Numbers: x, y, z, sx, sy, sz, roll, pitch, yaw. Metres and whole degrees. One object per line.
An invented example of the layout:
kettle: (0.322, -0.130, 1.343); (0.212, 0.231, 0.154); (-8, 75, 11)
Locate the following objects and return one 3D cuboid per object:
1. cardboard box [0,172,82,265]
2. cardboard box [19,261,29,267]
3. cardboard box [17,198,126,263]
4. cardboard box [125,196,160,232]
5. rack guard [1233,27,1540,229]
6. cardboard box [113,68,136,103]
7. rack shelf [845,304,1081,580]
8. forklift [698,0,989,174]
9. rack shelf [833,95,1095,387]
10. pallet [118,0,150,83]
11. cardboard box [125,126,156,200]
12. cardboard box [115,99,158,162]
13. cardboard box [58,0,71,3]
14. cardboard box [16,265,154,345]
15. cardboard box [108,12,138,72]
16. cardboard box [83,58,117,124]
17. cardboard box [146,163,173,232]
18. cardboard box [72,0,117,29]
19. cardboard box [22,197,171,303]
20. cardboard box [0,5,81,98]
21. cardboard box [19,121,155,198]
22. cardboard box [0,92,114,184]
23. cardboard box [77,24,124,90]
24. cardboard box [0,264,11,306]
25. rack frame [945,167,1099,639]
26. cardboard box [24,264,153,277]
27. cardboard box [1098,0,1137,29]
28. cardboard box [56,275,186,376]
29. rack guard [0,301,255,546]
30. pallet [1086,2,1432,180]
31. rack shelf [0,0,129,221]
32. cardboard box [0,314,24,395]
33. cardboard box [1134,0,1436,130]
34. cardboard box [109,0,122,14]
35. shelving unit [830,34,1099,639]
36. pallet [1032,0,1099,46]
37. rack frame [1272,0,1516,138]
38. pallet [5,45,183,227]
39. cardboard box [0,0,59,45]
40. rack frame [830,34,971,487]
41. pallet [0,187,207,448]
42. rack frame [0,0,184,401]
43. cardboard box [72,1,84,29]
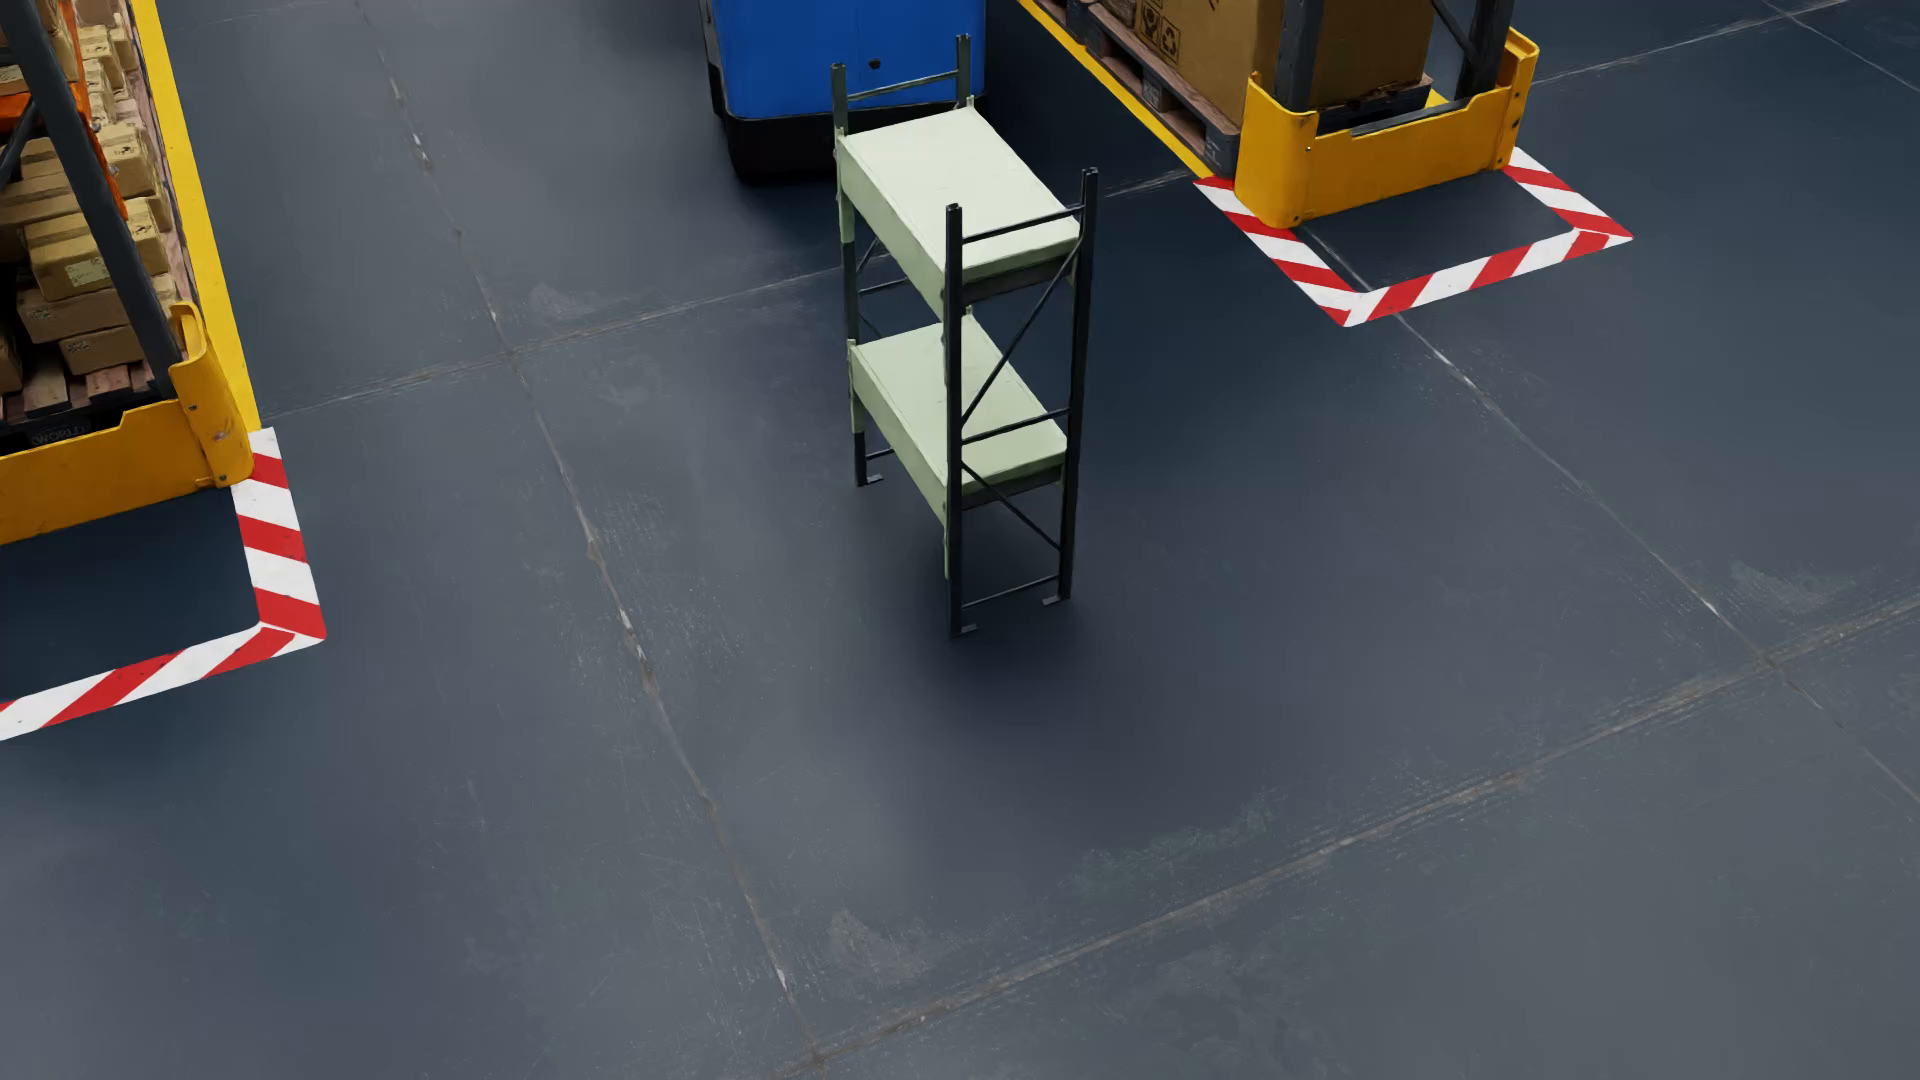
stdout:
cardboard box: (-3.014, -1.080, 5.516); (0.380, 0.149, 0.250); (-17, 47, -17)
cardboard box: (-3.101, -1.021, 5.880); (0.380, 0.149, 0.250); (-18, 47, -17)
cardboard box: (-3.111, -1.131, 5.779); (0.380, 0.149, 0.250); (-17, 47, -17)
cardboard box: (-2.928, -1.001, 5.648); (0.380, 0.149, 0.250); (-18, 47, -18)
rack guard: (1.676, -1.655, 6.571); (1.175, 0.500, 0.348); (-18, 47, -17)
cardboard box: (-3.469, -1.704, 6.572); (0.380, 0.149, 0.250); (-18, 47, -17)
rack shelf: (-0.003, -0.306, 4.957); (0.431, 0.370, 0.720); (-18, 47, -17)
forklift: (-0.657, -3.551, 6.762); (1.130, 2.935, 3.031); (-7, 45, -7)
rack shelf: (-0.003, -0.816, 4.453); (0.431, 0.370, 0.720); (-18, 47, -17)
pallet: (-4.244, -2.298, 7.429); (1.003, 0.211, 1.213); (-18, 47, -17)
cardboard box: (-3.121, -1.326, 5.977); (0.380, 0.149, 0.250); (-17, 47, -16)
cardboard box: (-3.329, -1.535, 6.401); (0.380, 0.149, 0.250); (-20, 48, -19)
cardboard box: (-2.925, -1.710, 5.027); (0.380, 0.149, 0.250); (-19, 48, -19)
cardboard box: (-2.864, -0.810, 5.454); (0.380, 0.149, 0.250); (-16, 47, -16)
cardboard box: (-3.649, -2.034, 6.907); (0.380, 0.149, 0.250); (-18, 47, -17)
cardboard box: (-3.291, -1.592, 6.035); (0.380, 0.149, 0.250); (-16, 47, -16)
cardboard box: (-3.110, -1.217, 6.078); (0.380, 0.149, 0.250); (-17, 47, -17)
cardboard box: (-3.558, -2.095, 6.545); (0.380, 0.149, 0.250); (-20, 48, -19)
cardboard box: (-2.789, -0.940, 5.374); (0.380, 0.149, 0.250); (-20, 48, -19)
cardboard box: (-2.715, -1.373, 4.685); (0.380, 0.149, 0.250); (-18, 48, -18)
cardboard box: (-3.003, -1.279, 5.717); (0.380, 0.149, 0.250); (-18, 47, -18)
cardboard box: (-3.183, -1.412, 5.853); (0.380, 0.149, 0.250); (-20, 48, -19)
cardboard box: (-3.360, -1.773, 6.218); (0.380, 0.149, 0.250); (-17, 47, -17)
cardboard box: (-3.520, -0.896, 5.753); (0.380, 0.149, 0.250); (-18, 47, -18)
rack frame: (0.151, -0.305, 4.491); (0.400, 1.500, 0.023); (-18, 47, -17)
cardboard box: (-2.991, -0.865, 5.722); (0.380, 0.149, 0.250); (-18, 47, -18)
cardboard box: (0.942, -2.917, 7.284); (0.875, 0.875, 0.875); (-18, 47, -17)
cardboard box: (-2.806, -0.722, 5.577); (0.380, 0.149, 0.250); (-17, 47, -17)
rack guard: (-2.909, -0.318, 5.216); (1.175, 0.500, 0.348); (-18, 47, -17)
pallet: (1.259, -2.054, 7.181); (1.003, 0.211, 1.213); (-18, 47, -17)
rack shelf: (-3.718, -2.178, 5.834); (1.077, 0.370, 4.000); (-18, 47, -17)
cardboard box: (-3.287, -0.568, 5.421); (0.380, 0.149, 0.250); (-17, 47, -17)
cardboard box: (1.324, -2.337, 6.697); (0.875, 0.875, 0.875); (-18, 47, -17)
cardboard box: (-3.881, -2.354, 7.231); (0.380, 0.149, 0.250); (-20, 48, -19)
shelving unit: (-0.003, -0.538, 4.728); (0.431, 1.500, 0.755); (-18, 47, -17)
pallet: (0.750, -2.830, 7.968); (1.003, 0.211, 1.213); (-18, 47, -17)
rack frame: (1.666, -2.560, 5.709); (1.000, 3.000, 0.127); (-18, 47, -17)
pallet: (-3.727, -1.520, 6.640); (1.003, 0.211, 1.213); (-18, 47, -17)
cardboard box: (-2.815, -1.668, 4.522); (0.500, 0.500, 0.500); (-16, 47, -16)
rack frame: (-0.157, -0.771, 4.964); (0.400, 1.500, 0.023); (-18, 47, -17)
pallet: (-3.218, -0.743, 5.853); (1.003, 0.211, 1.213); (-18, 47, -17)
rack frame: (-2.877, -1.159, 4.289); (1.000, 3.000, 0.127); (-18, 47, -17)
cardboard box: (-3.553, -1.905, 6.352); (0.380, 0.149, 0.250); (-18, 47, -17)
